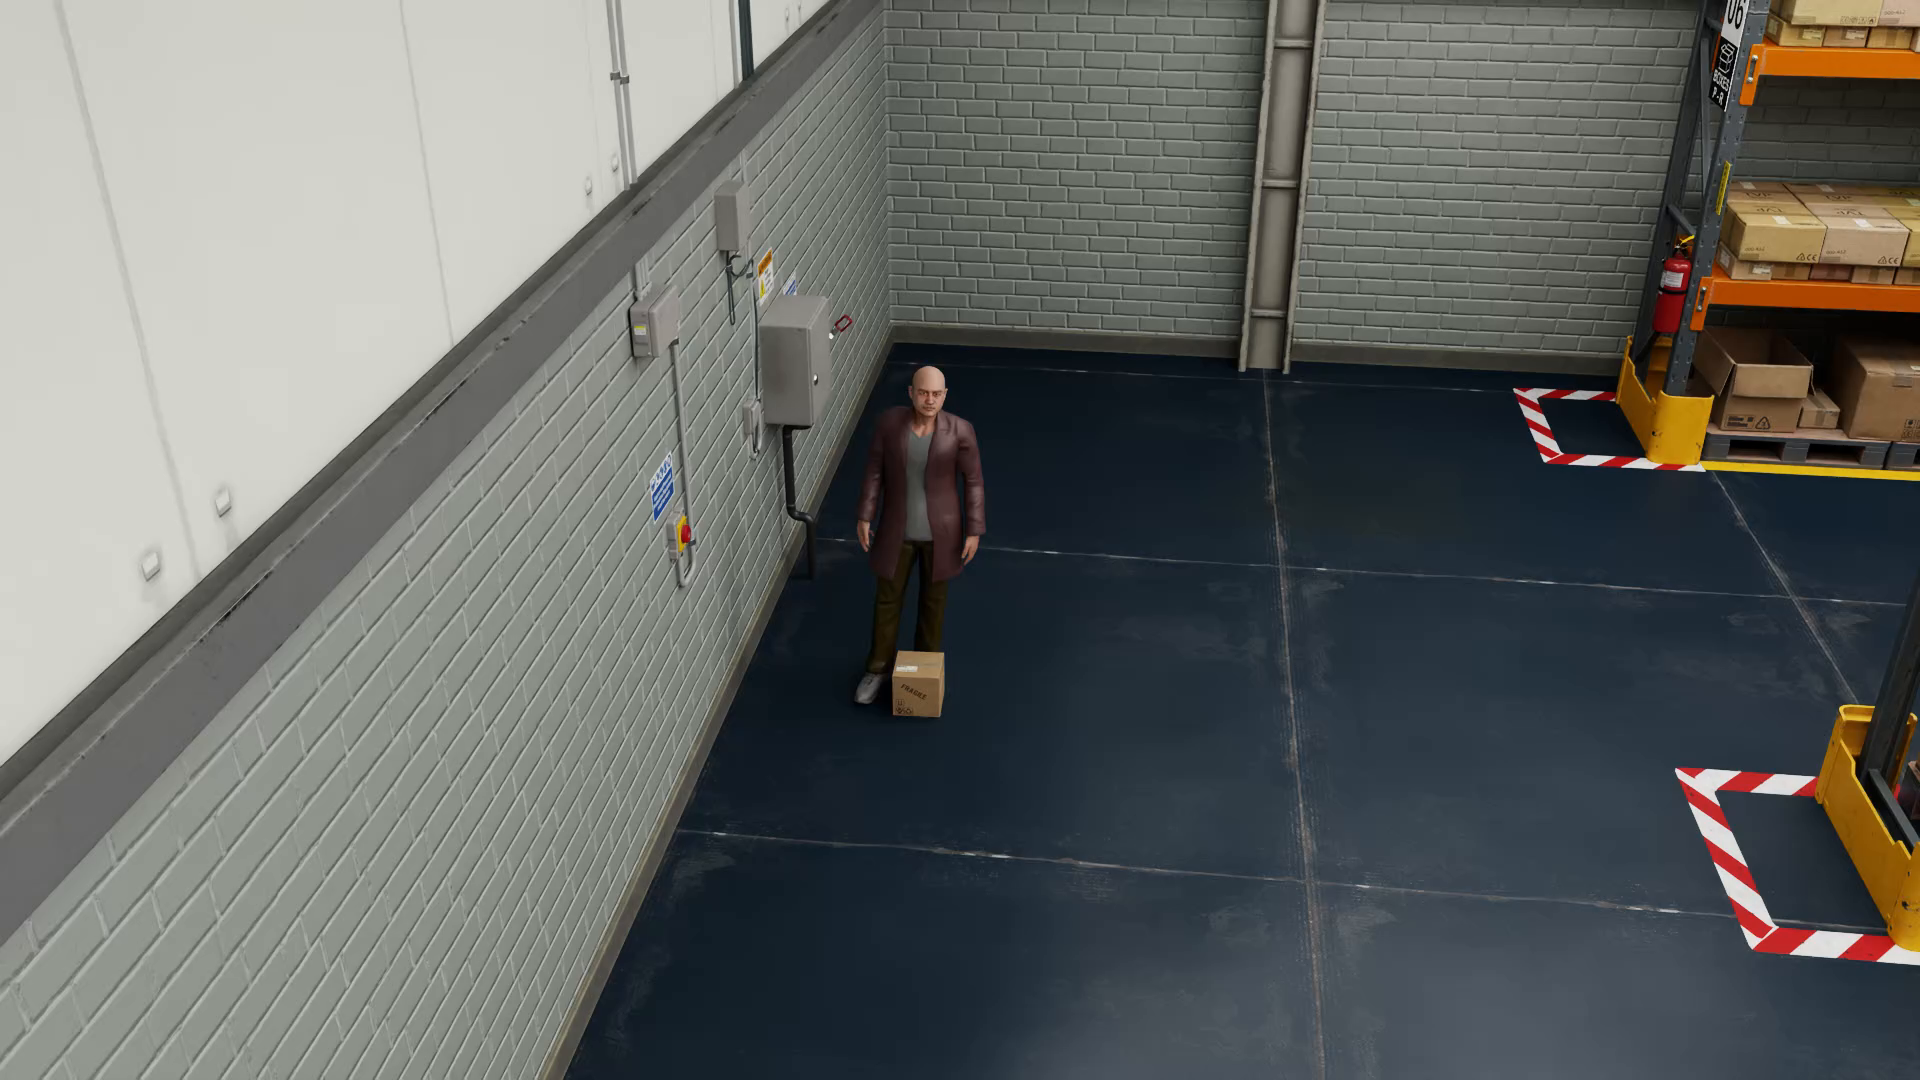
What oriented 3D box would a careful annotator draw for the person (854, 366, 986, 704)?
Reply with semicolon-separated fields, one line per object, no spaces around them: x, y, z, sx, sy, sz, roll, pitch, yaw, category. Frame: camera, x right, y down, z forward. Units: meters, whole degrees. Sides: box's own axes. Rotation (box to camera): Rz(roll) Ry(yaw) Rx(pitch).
-0.217;-0.008;8.635;0.698;1.780;0.579;3;28;6;person
